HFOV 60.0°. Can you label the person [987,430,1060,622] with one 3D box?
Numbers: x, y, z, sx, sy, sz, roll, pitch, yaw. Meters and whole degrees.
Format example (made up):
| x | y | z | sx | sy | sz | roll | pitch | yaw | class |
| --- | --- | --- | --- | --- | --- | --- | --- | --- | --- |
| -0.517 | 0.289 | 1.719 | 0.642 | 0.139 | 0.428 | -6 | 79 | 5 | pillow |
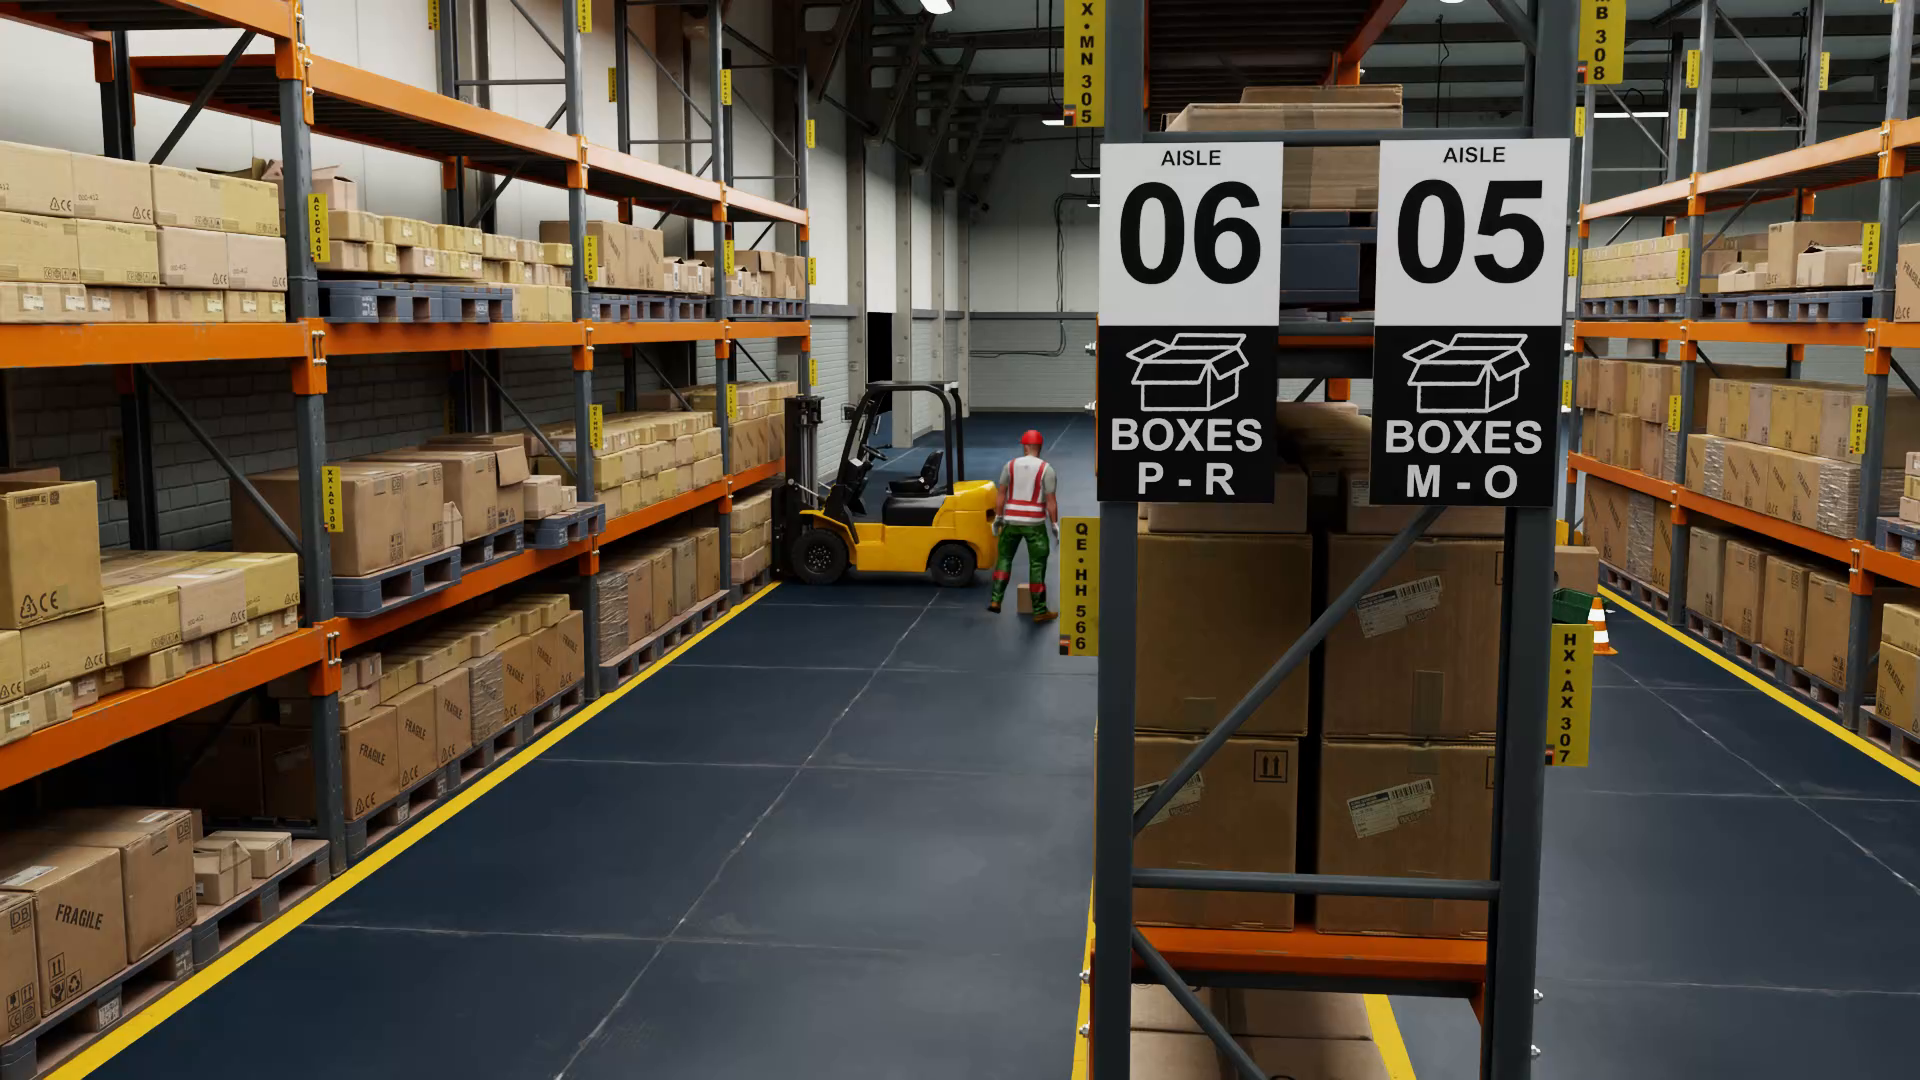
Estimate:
| x | y | z | sx | sy | sz | roll | pitch | yaw | class |
| --- | --- | --- | --- | --- | --- | --- | --- | --- | --- |
| 0.603 | -0.148 | 15.696 | 0.737 | 1.781 | 0.390 | 4 | 8 | 26 | person |
